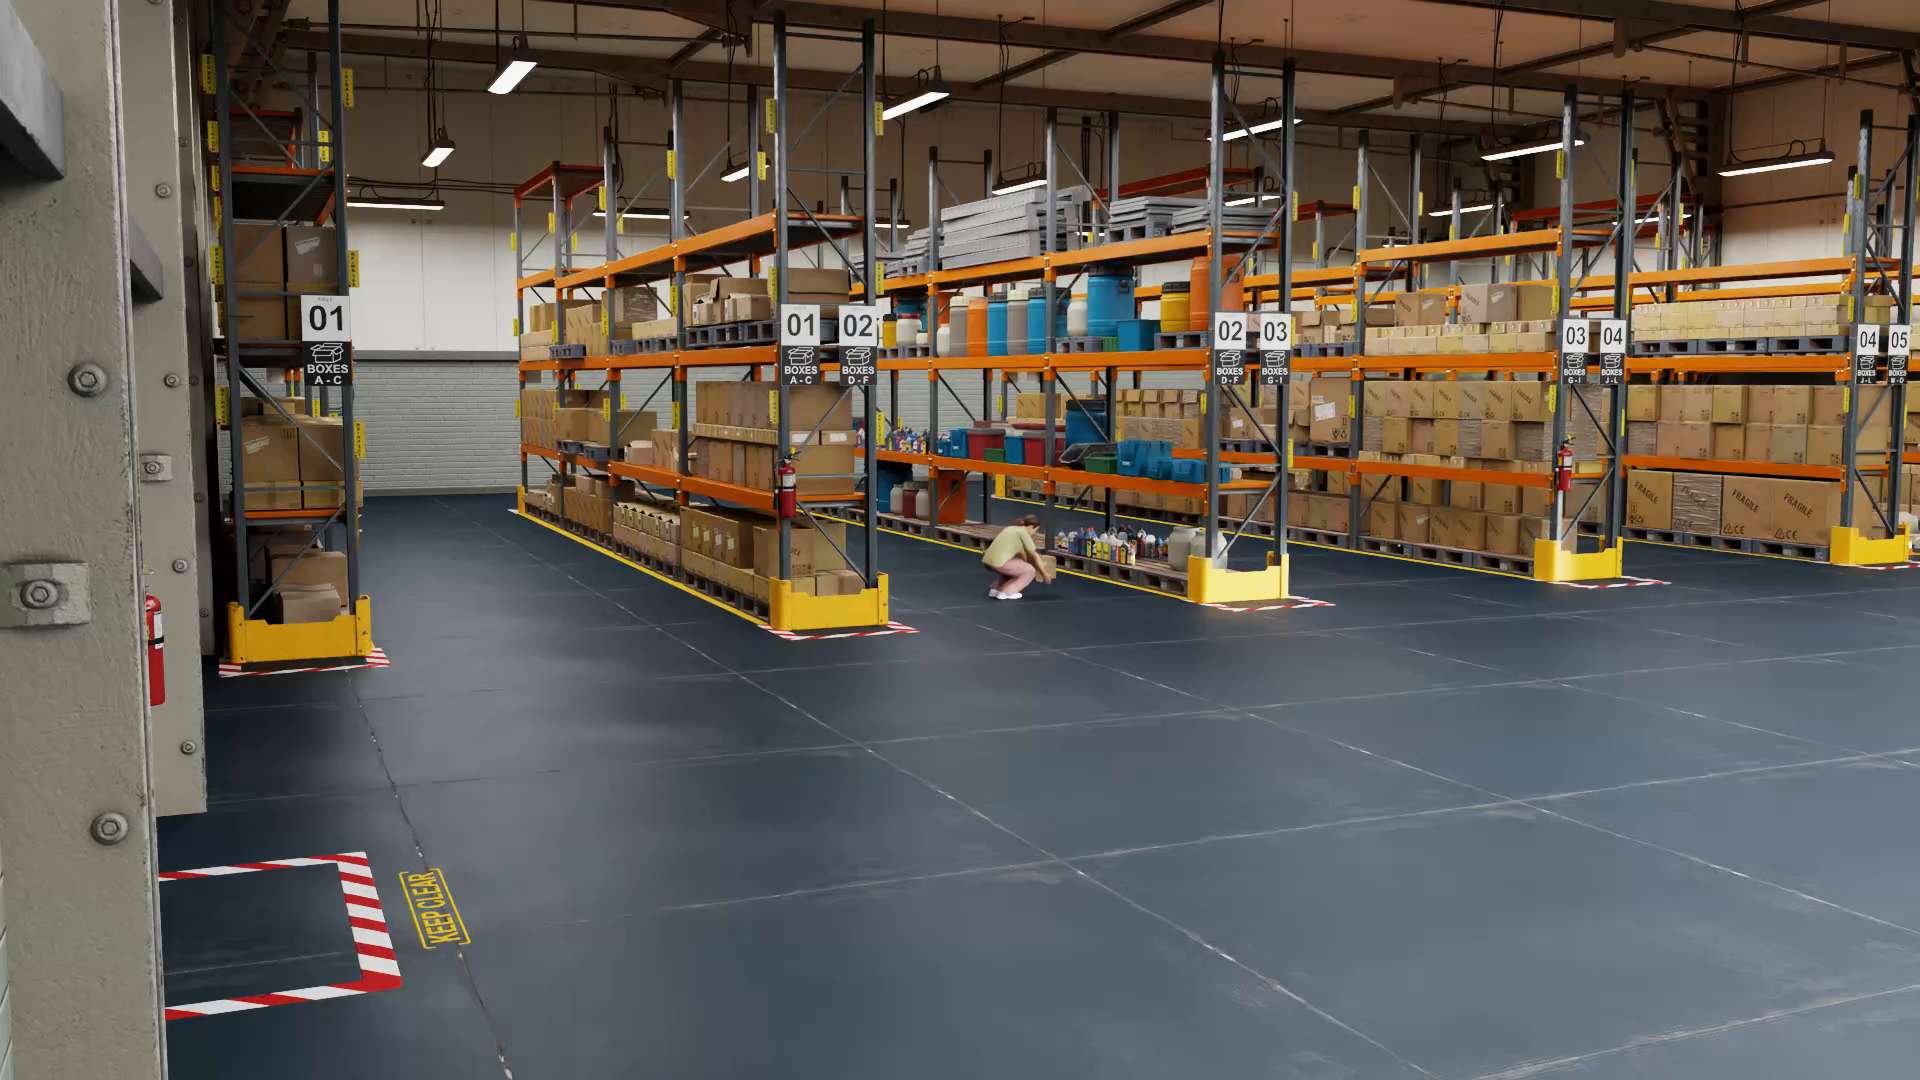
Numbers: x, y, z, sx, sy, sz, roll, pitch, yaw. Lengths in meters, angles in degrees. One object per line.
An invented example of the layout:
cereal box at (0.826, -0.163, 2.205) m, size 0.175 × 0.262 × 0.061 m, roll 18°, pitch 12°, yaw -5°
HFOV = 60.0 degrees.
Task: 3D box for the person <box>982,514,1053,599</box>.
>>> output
person at (0.639, 0.185, 18.930) m, size 0.807 × 0.943 × 0.469 m, roll -3°, pitch 6°, yaw -25°
